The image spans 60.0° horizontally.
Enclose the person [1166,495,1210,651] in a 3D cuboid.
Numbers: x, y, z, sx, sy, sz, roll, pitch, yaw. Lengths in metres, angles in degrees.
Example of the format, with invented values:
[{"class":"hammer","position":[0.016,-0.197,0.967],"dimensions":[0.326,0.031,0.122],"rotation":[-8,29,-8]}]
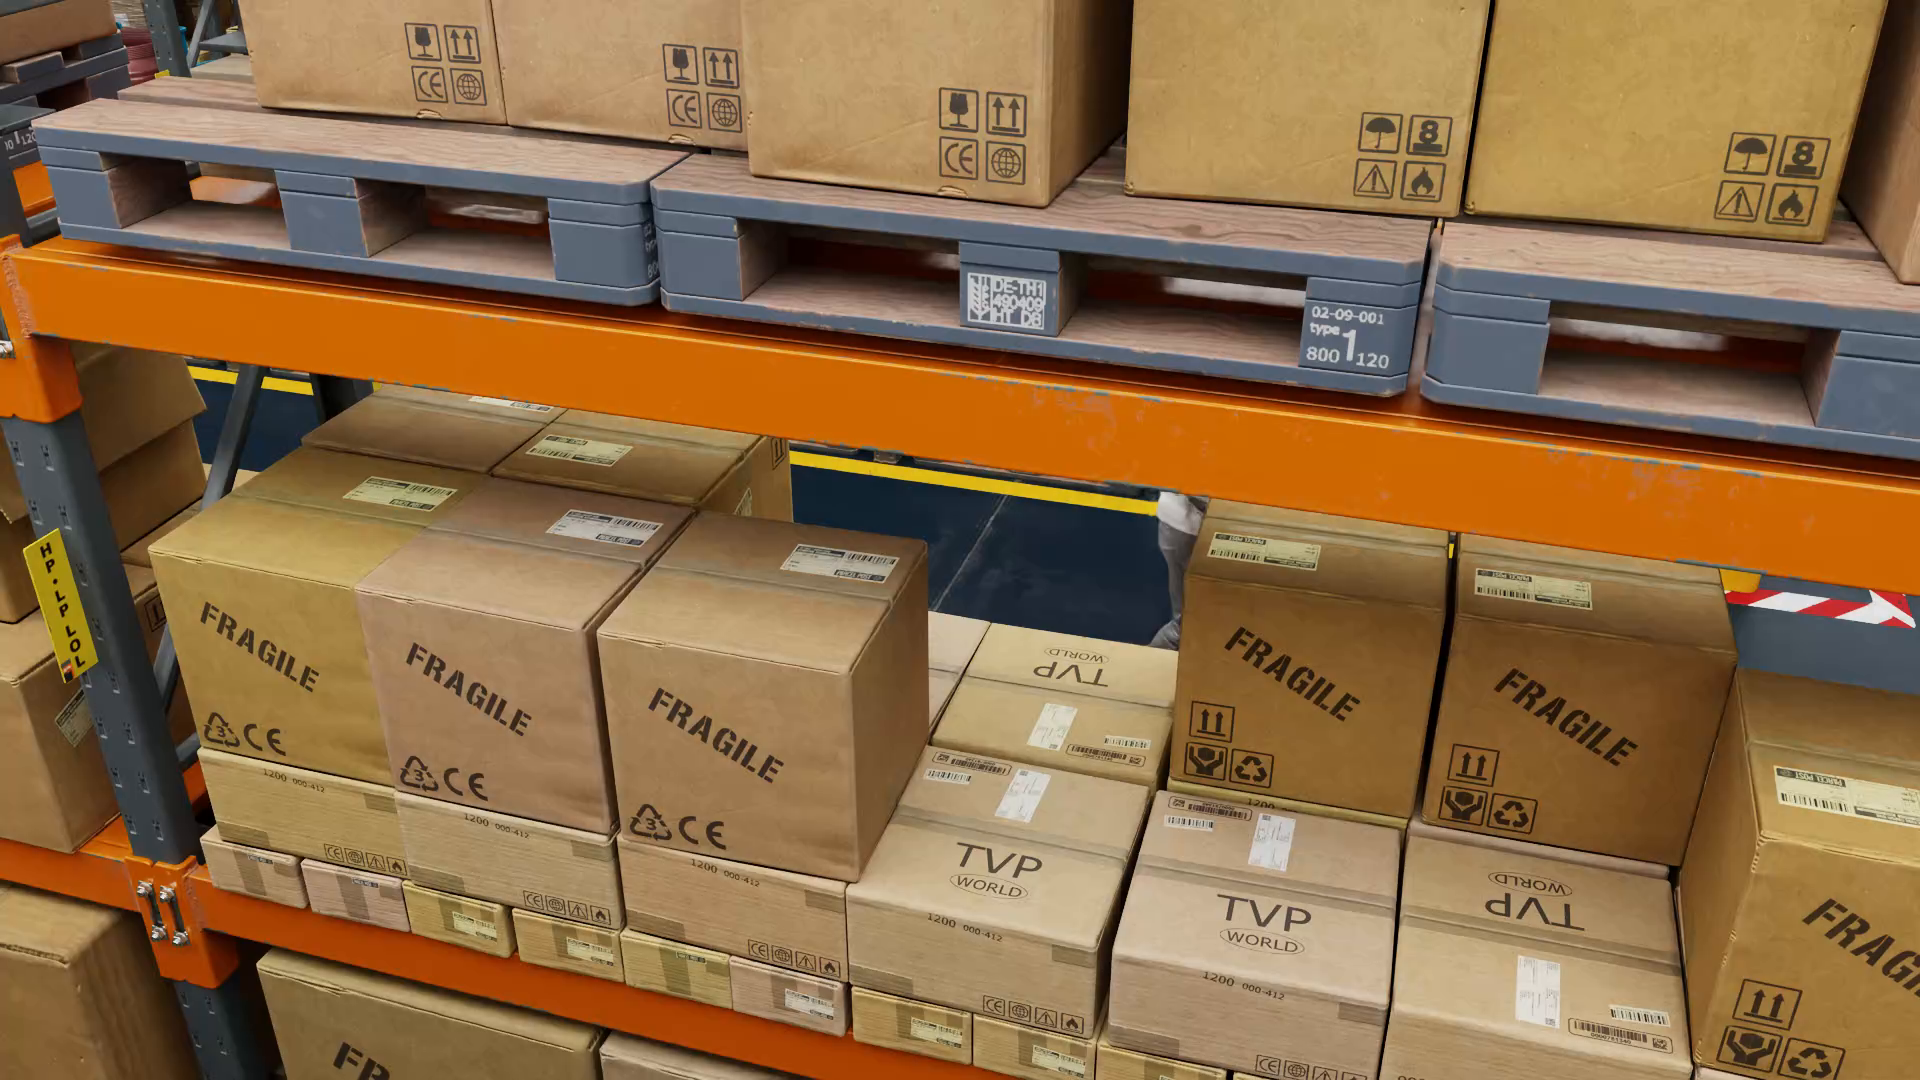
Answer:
[{"class":"person","position":[1.128,-0.069,6.364],"dimensions":[0.768,1.636,0.683],"rotation":[9,30,15]}]
